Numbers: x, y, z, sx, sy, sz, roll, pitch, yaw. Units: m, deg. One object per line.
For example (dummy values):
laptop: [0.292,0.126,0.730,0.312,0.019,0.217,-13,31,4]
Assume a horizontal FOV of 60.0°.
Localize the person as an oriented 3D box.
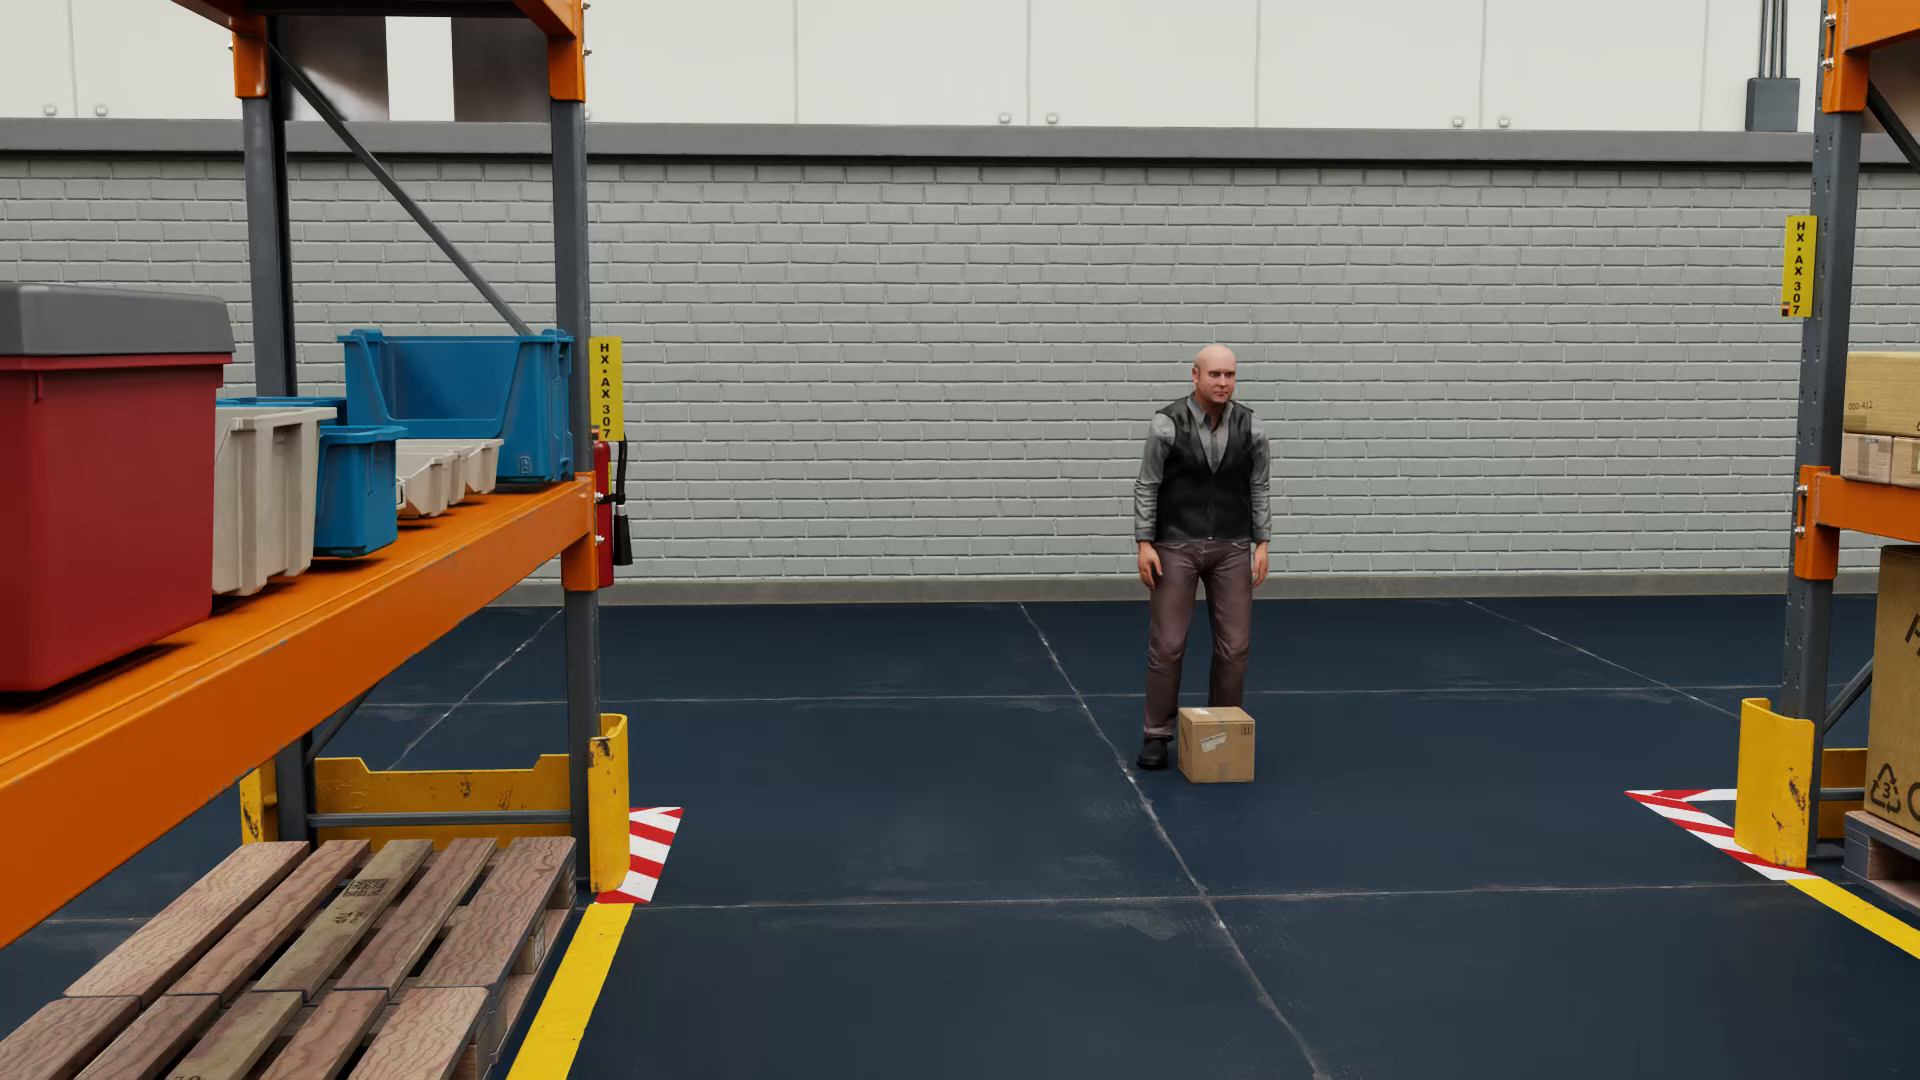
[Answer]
person: [1.002,0.058,6.864,0.580,1.719,0.426,-1,7,-6]
